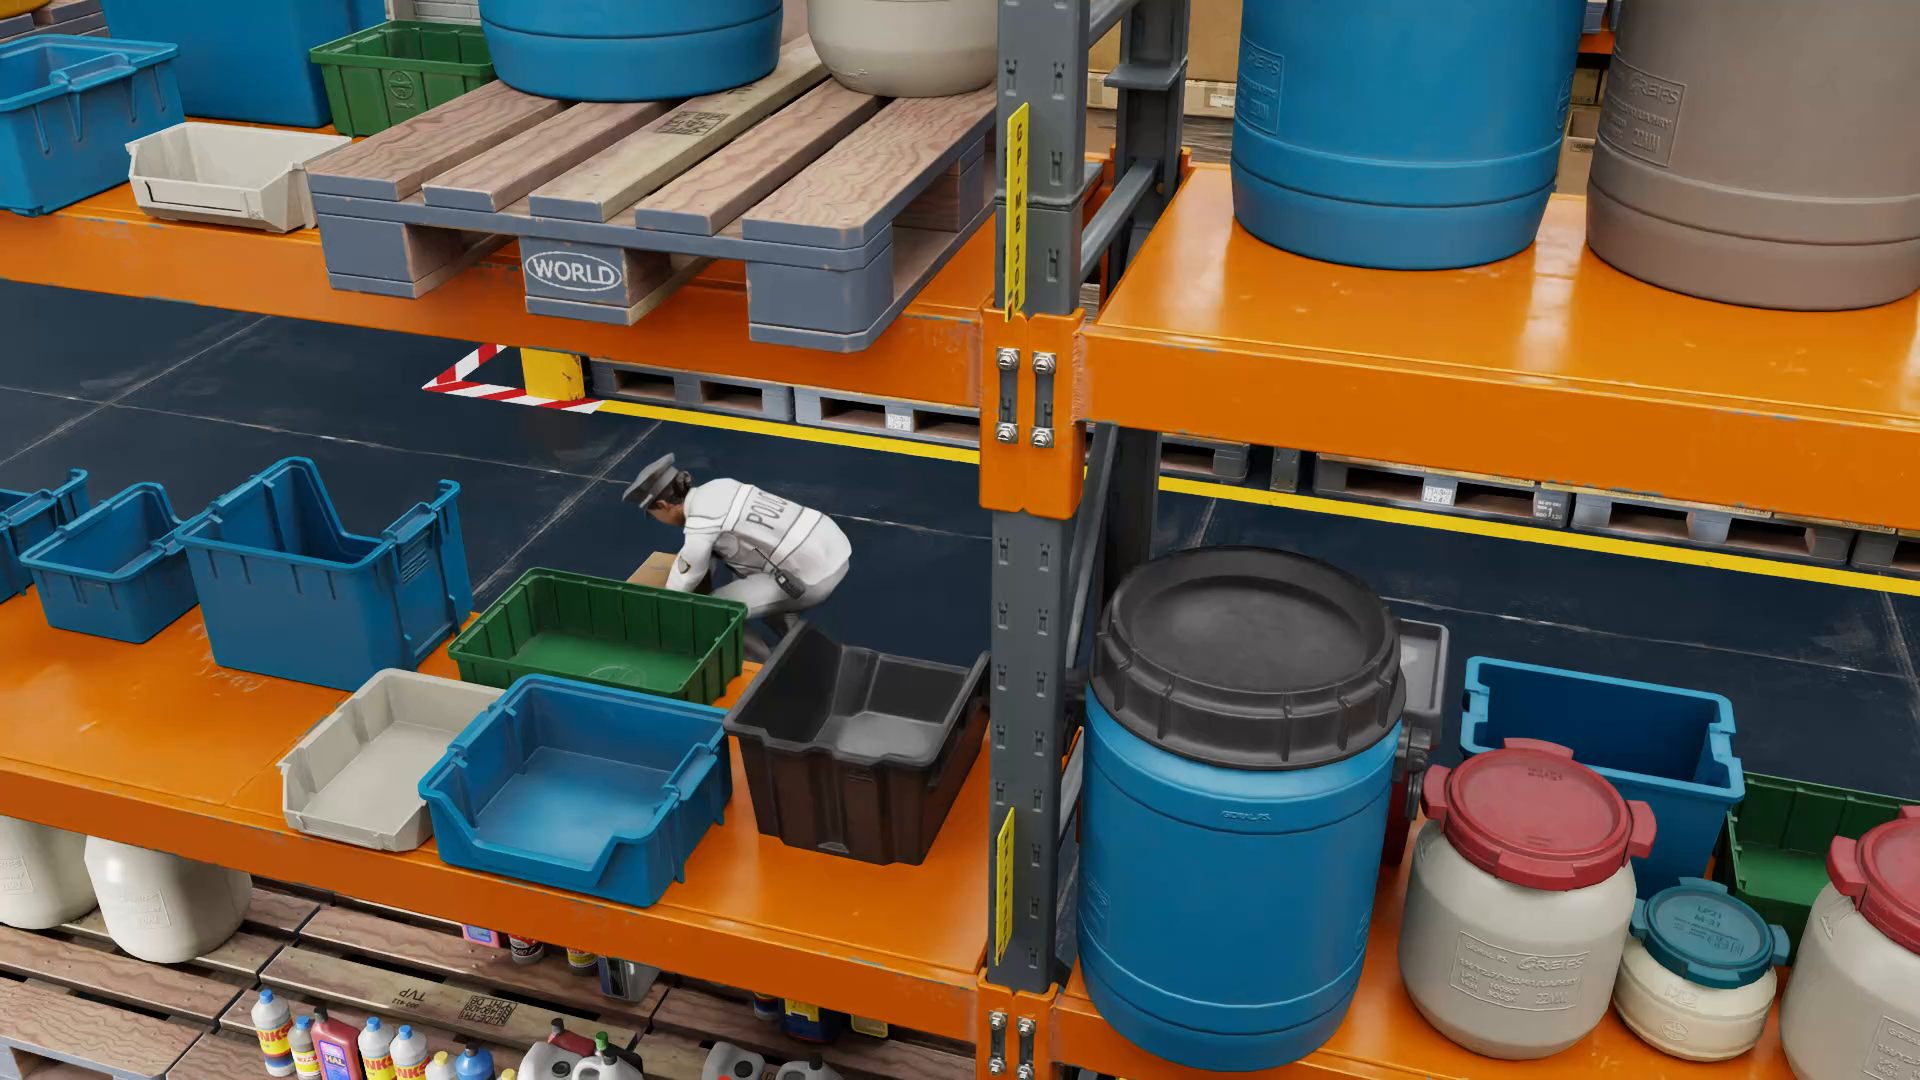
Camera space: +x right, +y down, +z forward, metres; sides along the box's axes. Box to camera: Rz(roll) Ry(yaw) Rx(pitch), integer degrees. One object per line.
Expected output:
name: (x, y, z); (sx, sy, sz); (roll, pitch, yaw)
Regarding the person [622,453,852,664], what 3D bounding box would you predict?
person: (-0.872, 0.136, 6.588); (0.882, 0.983, 0.457); (8, 30, 13)
